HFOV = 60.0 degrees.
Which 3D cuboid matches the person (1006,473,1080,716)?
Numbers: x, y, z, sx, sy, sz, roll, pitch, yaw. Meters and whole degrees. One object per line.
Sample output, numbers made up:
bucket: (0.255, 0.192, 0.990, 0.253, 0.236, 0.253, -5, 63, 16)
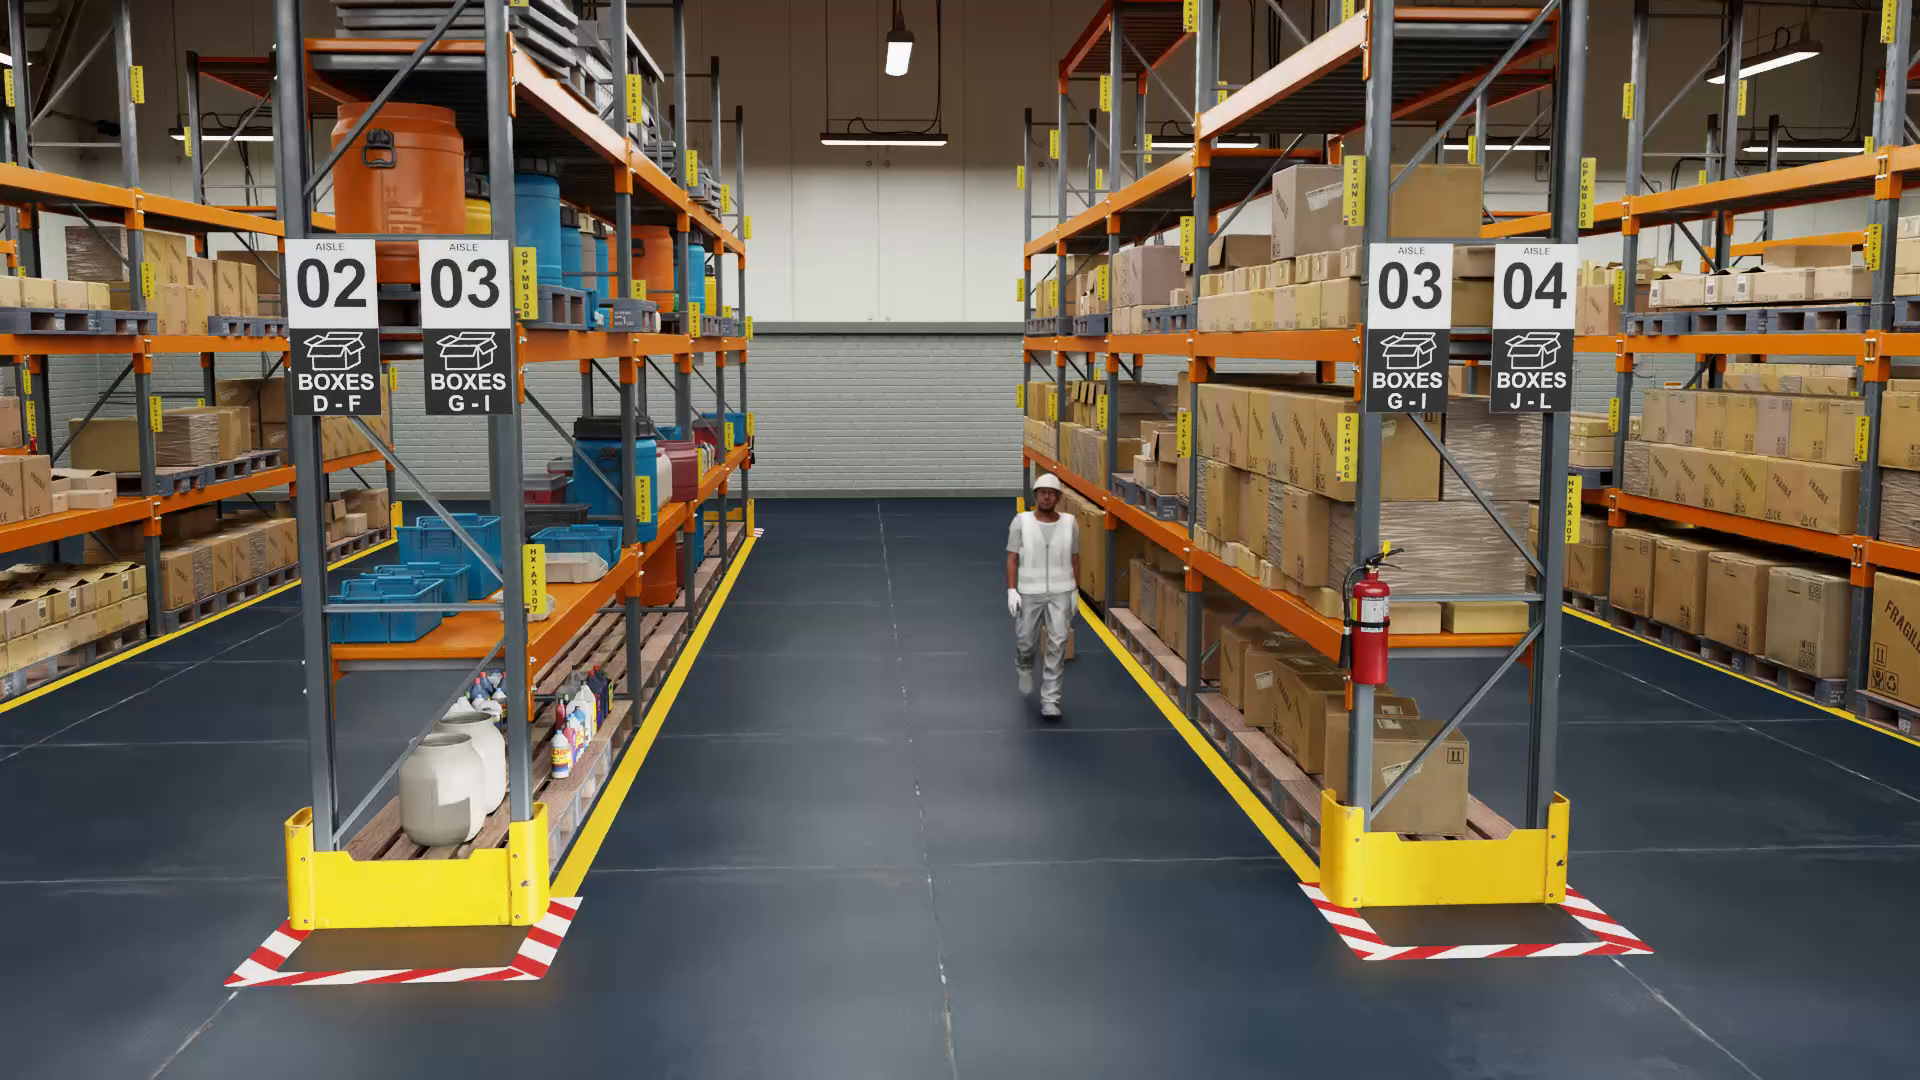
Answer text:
person: (0.613, 0.387, 12.287, 0.553, 1.766, 0.756, 0, 7, -2)
